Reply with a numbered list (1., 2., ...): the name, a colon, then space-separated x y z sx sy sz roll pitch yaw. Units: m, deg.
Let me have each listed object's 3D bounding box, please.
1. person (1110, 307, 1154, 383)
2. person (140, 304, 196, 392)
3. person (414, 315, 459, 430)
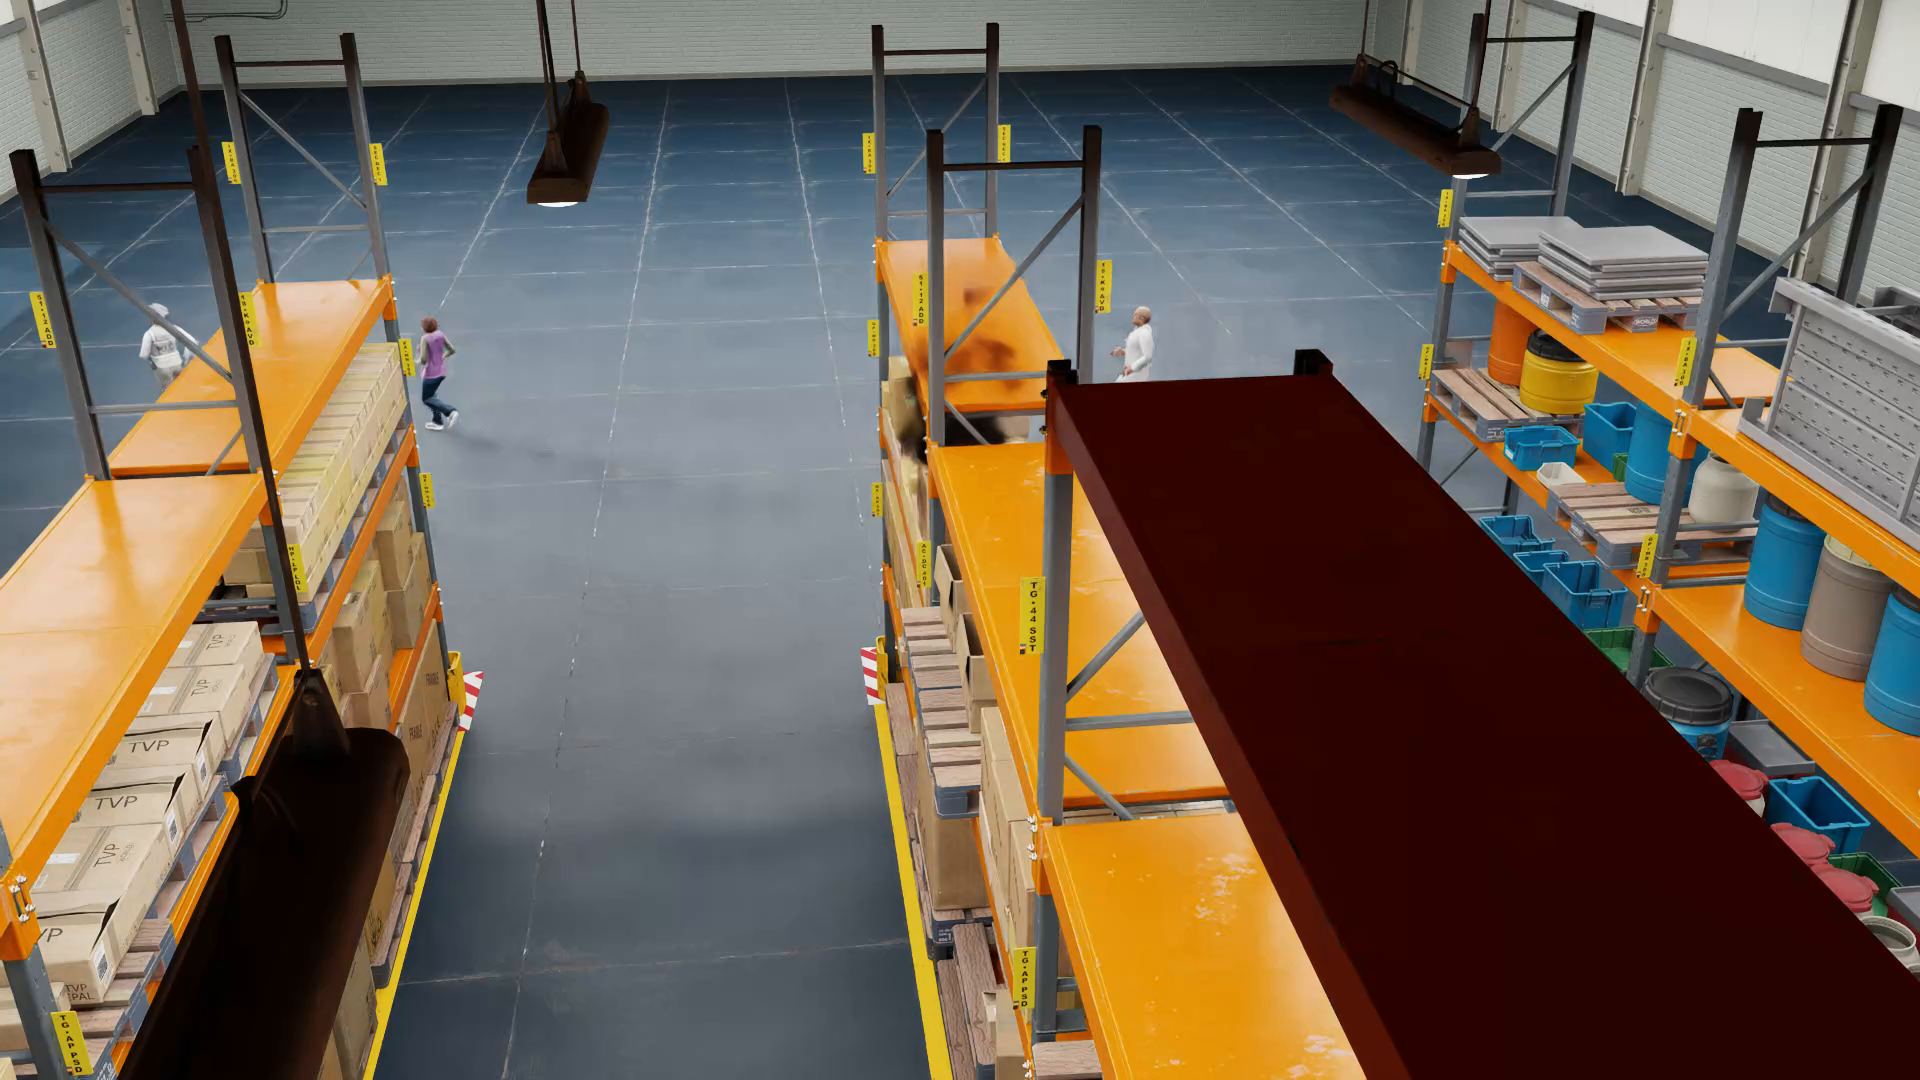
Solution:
1. person: 2.168 -2.097 20.880 0.637 1.729 0.703 5 26 11
2. person: -10.025 -2.145 21.058 0.719 1.744 0.576 13 28 25
3. person: -6.637 -2.109 21.127 0.637 1.551 0.540 12 28 23
